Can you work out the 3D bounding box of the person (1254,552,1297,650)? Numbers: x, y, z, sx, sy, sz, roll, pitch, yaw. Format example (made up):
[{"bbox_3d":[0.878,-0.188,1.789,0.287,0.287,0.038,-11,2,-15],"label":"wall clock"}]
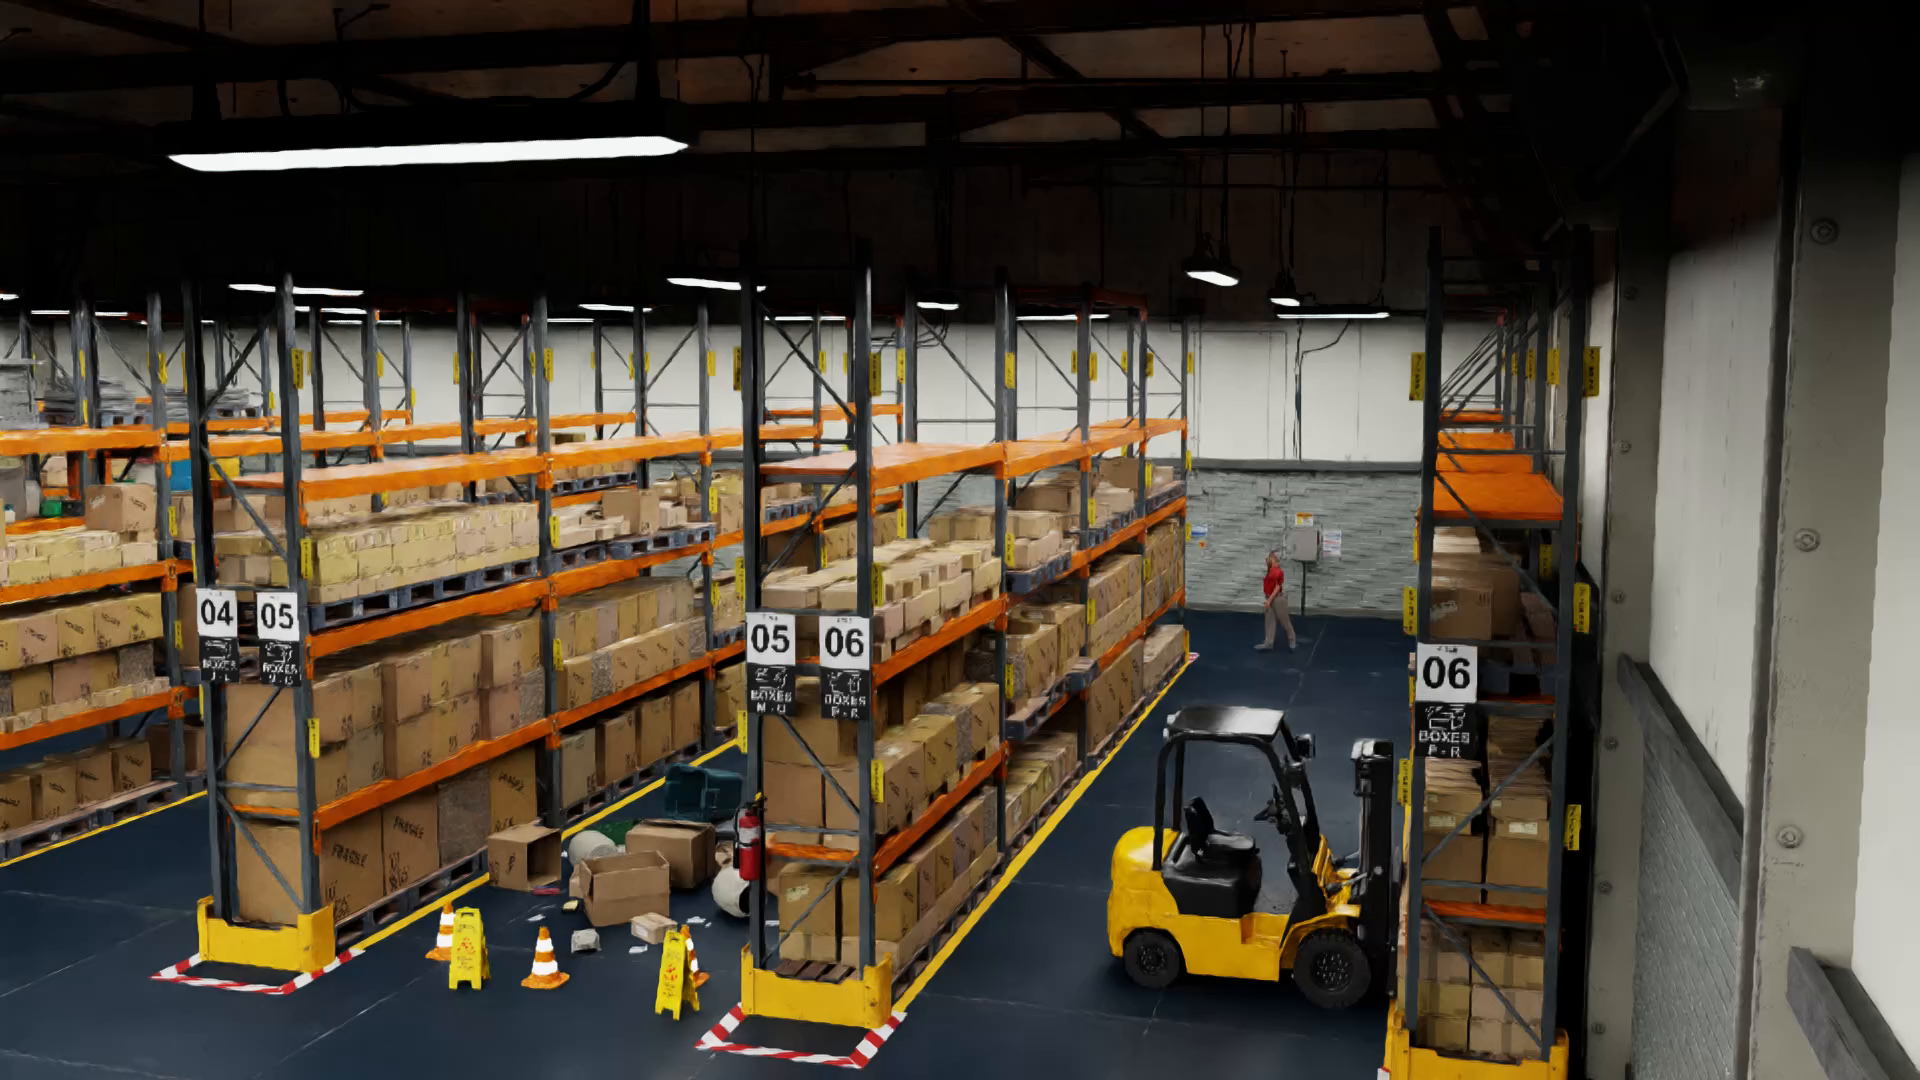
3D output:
[{"bbox_3d":[5.539,1.069,29.027,0.720,1.712,0.571,-1,7,-11],"label":"person"}]
